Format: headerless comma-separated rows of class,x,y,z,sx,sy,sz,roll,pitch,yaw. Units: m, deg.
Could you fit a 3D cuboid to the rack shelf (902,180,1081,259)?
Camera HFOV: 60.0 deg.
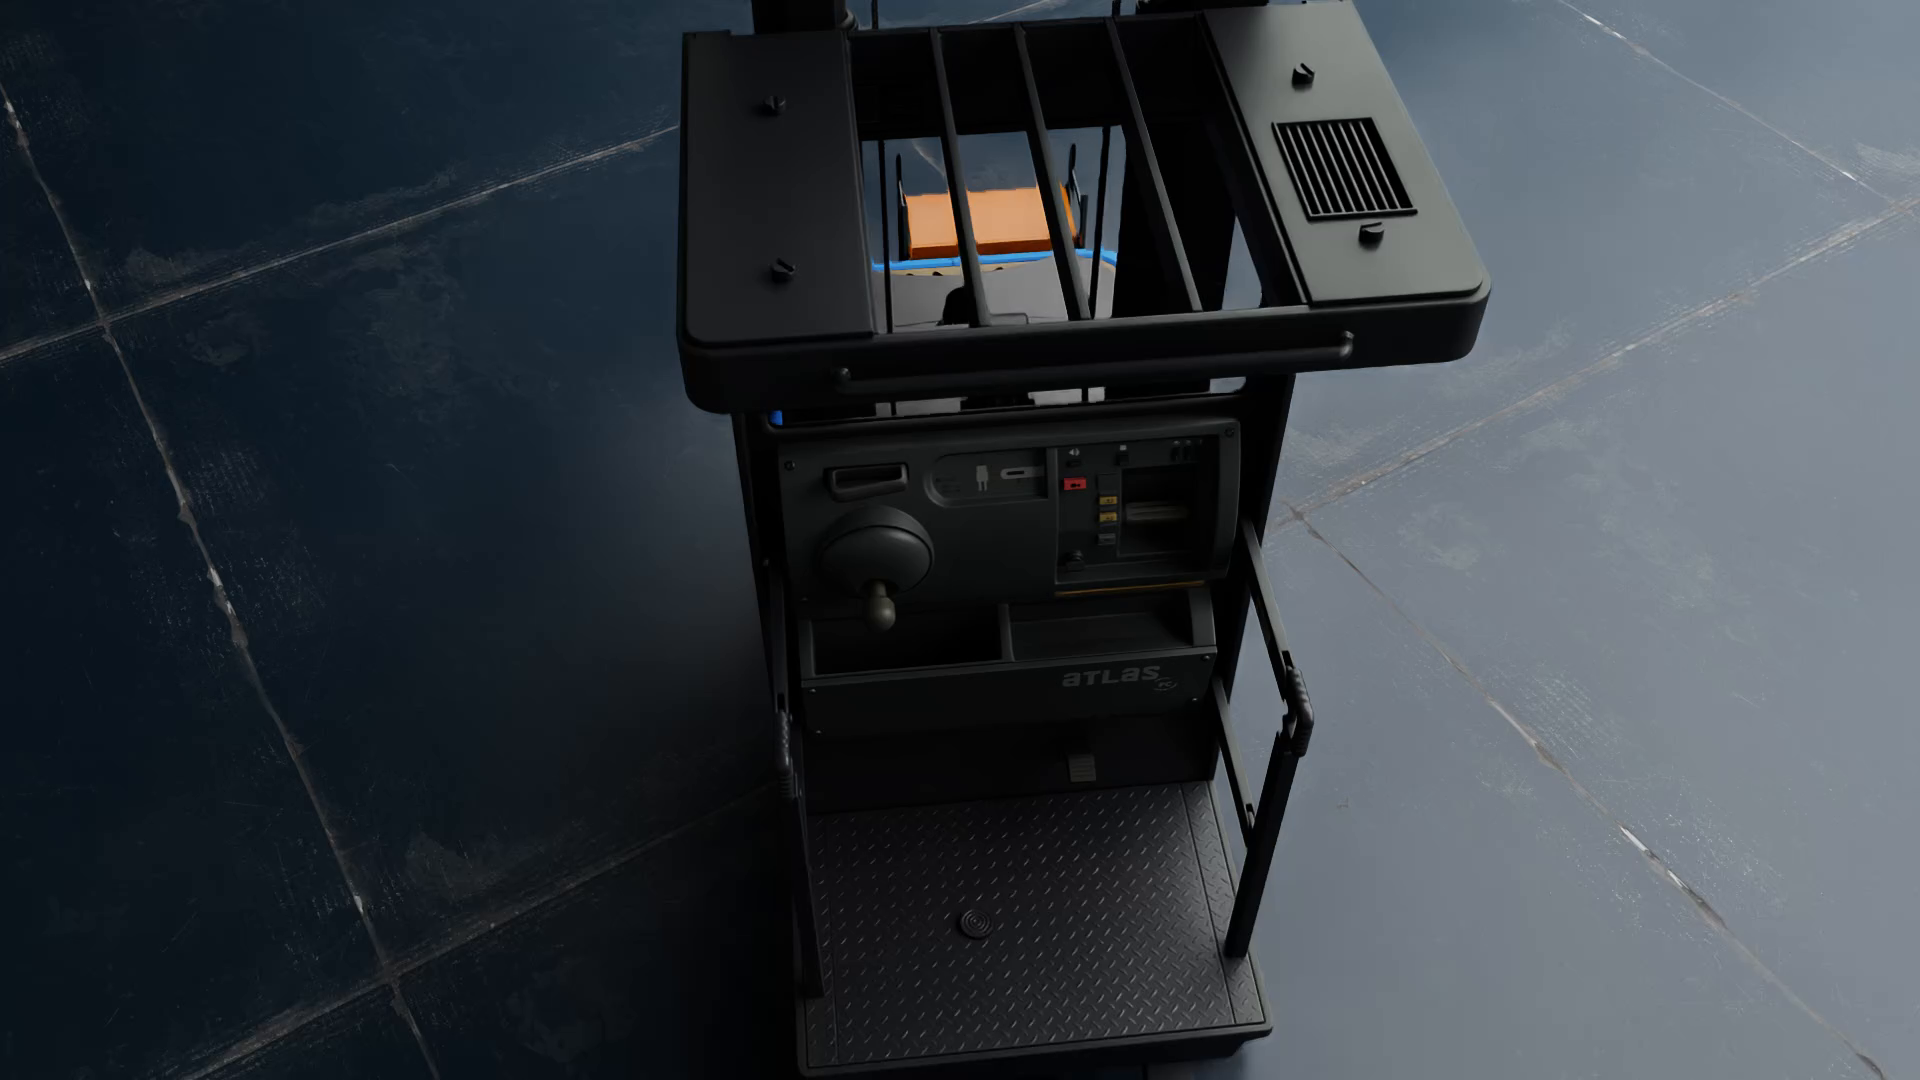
rack shelf,0.083,-0.867,4.692,0.480,0.148,0.258,-4,48,-4

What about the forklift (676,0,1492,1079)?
forklift,0.130,0.064,3.230,1.130,2.935,3.031,-4,48,-4

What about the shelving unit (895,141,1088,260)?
shelving unit,0.083,-0.605,4.985,0.503,1.200,0.258,-4,48,-4

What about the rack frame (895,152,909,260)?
rack frame,-0.160,-0.586,4.968,0.015,1.200,0.240,-4,48,-4

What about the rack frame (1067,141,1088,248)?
rack frame,0.325,-0.624,5.002,0.015,1.200,0.240,-4,48,-4
